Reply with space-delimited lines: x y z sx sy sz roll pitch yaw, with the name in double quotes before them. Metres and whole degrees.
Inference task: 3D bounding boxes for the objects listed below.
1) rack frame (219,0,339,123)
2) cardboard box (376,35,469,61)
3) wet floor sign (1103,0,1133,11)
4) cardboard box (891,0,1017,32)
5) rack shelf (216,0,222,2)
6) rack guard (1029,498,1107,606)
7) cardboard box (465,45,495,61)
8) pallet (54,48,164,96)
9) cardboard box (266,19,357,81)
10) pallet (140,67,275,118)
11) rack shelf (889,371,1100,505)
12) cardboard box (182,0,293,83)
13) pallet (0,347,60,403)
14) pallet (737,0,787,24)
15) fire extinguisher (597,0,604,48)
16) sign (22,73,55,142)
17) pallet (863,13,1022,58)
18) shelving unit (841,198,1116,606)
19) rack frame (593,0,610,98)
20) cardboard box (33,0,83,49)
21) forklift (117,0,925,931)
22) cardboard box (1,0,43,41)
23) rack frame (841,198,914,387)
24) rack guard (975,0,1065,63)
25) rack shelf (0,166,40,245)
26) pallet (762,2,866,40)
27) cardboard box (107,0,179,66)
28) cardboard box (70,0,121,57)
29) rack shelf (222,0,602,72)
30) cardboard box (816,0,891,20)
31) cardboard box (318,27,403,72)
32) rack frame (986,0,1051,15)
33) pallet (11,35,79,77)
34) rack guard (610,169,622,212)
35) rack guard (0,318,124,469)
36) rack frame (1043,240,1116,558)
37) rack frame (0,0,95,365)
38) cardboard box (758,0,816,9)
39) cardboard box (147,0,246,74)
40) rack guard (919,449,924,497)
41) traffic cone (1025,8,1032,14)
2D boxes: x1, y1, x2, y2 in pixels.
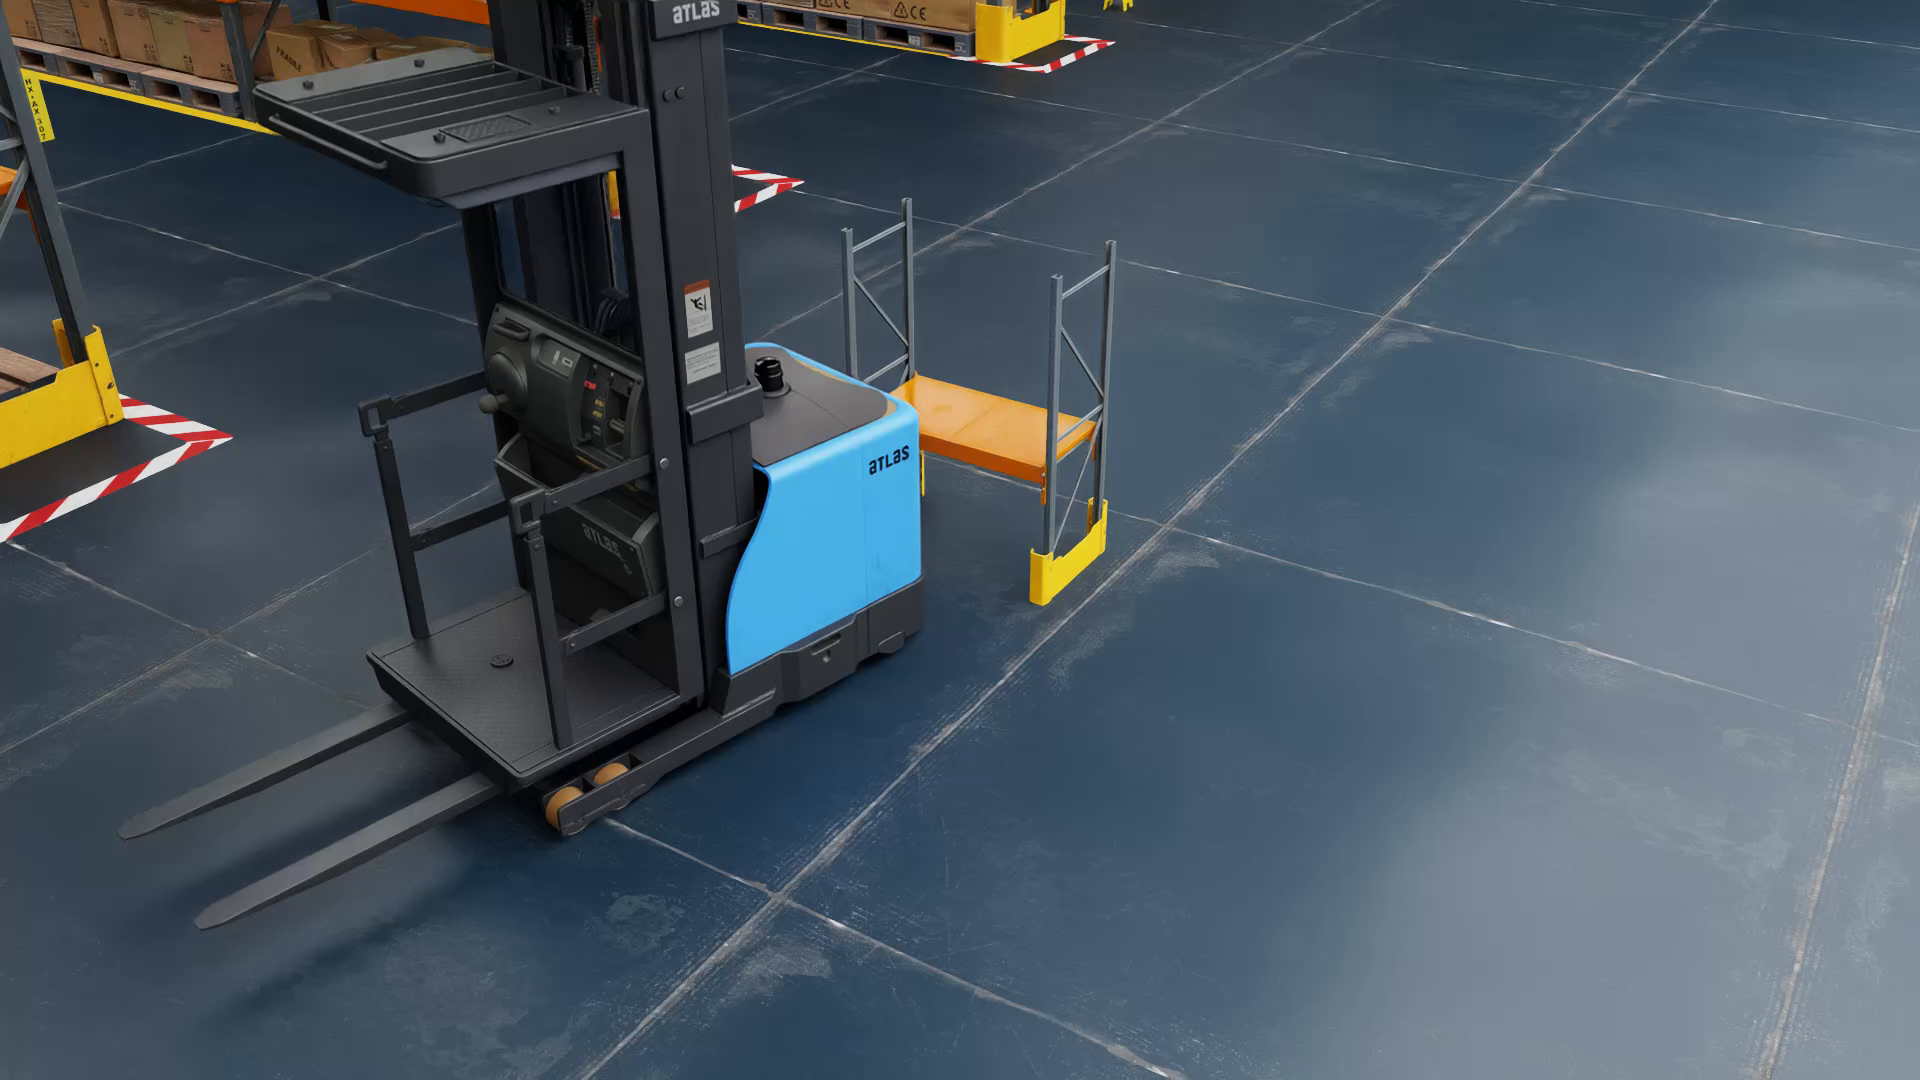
"rack frame" -5.556 -4.937 13.236 0.127 3.000 1.000 18 35 27
"cardboard box" -4.182 -3.632 13.062 0.500 0.500 0.500 14 33 23
"wet floor sign" 1.631 -5.776 17.010 0.232 0.644 0.267 12 32 19
"cardboard box" -0.055 -5.373 15.674 0.875 0.875 0.875 18 35 28
"rack shelf" -7.250 -5.162 14.336 4.000 0.370 1.077 18 35 27
"rack guard" 0.486 0.046 7.423 0.087 0.250 0.587 18 35 27
"cardboard box" -3.733 -3.463 12.773 0.500 0.500 0.500 21 36 32
"pallet" -7.254 -4.267 14.855 1.213 0.211 1.003 18 35 27
"cardboard box" -5.239 -3.915 13.548 0.500 0.500 0.500 16 34 26
"pallet" -6.216 -3.941 14.296 1.213 0.211 1.003 18 35 27
"rack shelf" 0.072 -0.470 7.424 1.000 0.185 0.538 18 35 27
"cardboard box" -6.065 -4.221 14.053 0.500 0.500 0.700 15 33 24
"pallet" -5.576 -0.768 8.856 1.213 0.211 1.003 18 35 27
"pallet" -2.231 -5.586 17.115 1.213 0.211 1.003 18 35 27
"fire extinguisher" -2.316 -3.605 11.029 0.183 0.674 0.296 18 35 27
"sign" -4.505 -2.105 8.107 0.005 0.325 0.100 18 35 27
"pallet" -0.165 -4.932 15.994 1.213 0.211 1.003 18 35 27
"shelving unit" 0.065 -0.627 7.337 1.083 1.500 0.587 18 35 27
"rack frame" -2.168 -3.866 11.400 0.127 3.000 1.000 18 35 27
"cardboard box" -7.889 -4.805 15.054 0.500 0.500 0.700 15 33 23
"forklift" -1.545 -0.508 5.713 3.031 2.935 1.130 -27 39 -38
"cardboard box" -8.366 -4.948 15.299 0.500 0.500 0.700 16 34 25
"rack frame" -0.358 -0.761 7.566 0.032 1.500 0.500 18 35 27
"rack guard" 0.574 -4.869 15.601 0.348 0.500 1.175 18 35 27
"rack shelf" -6.495 -1.977 8.876 4.000 0.370 1.077 18 35 27
"pallet" -1.194 -5.259 16.555 1.213 0.211 1.003 18 35 27
"cardboard box" -6.933 -4.507 14.543 0.500 0.500 0.700 14 33 23
"cardboard box" -7.406 -4.656 14.799 0.500 0.500 0.700 21 36 31
"rack shelf" -3.862 -4.091 12.499 4.000 0.370 1.077 18 35 27
"cardboard box" -0.802 -5.608 16.077 0.875 0.875 0.875 17 34 27
"cardboard box" -4.750 -3.765 13.290 0.500 0.500 0.500 -23 37 -33
"rack frame" 0.554 -5.956 14.982 0.127 3.000 1.000 18 35 27
"pallet" -8.283 -4.594 15.416 1.213 0.211 1.003 18 35 27
"rack guard" -2.233 -2.806 12.064 0.348 0.500 1.175 18 35 27
"rack guard" -4.891 -0.672 8.406 0.348 0.500 1.175 18 35 27
"rack frame" 0.503 -0.489 7.099 0.032 1.500 0.500 18 35 27
"rack frame" -4.801 -1.752 7.776 0.127 3.000 1.000 18 35 27
"cardboard box" -1.573 -5.853 16.497 0.875 0.875 0.875 18 35 28
"cardboard box" -6.459 -4.357 14.286 0.500 0.500 0.700 17 34 27
"rack guard" -0.357 -0.221 7.881 0.087 0.250 0.587 18 35 27
"traffic cone" 0.859 -5.608 16.904 0.334 0.463 0.336 18 35 27
